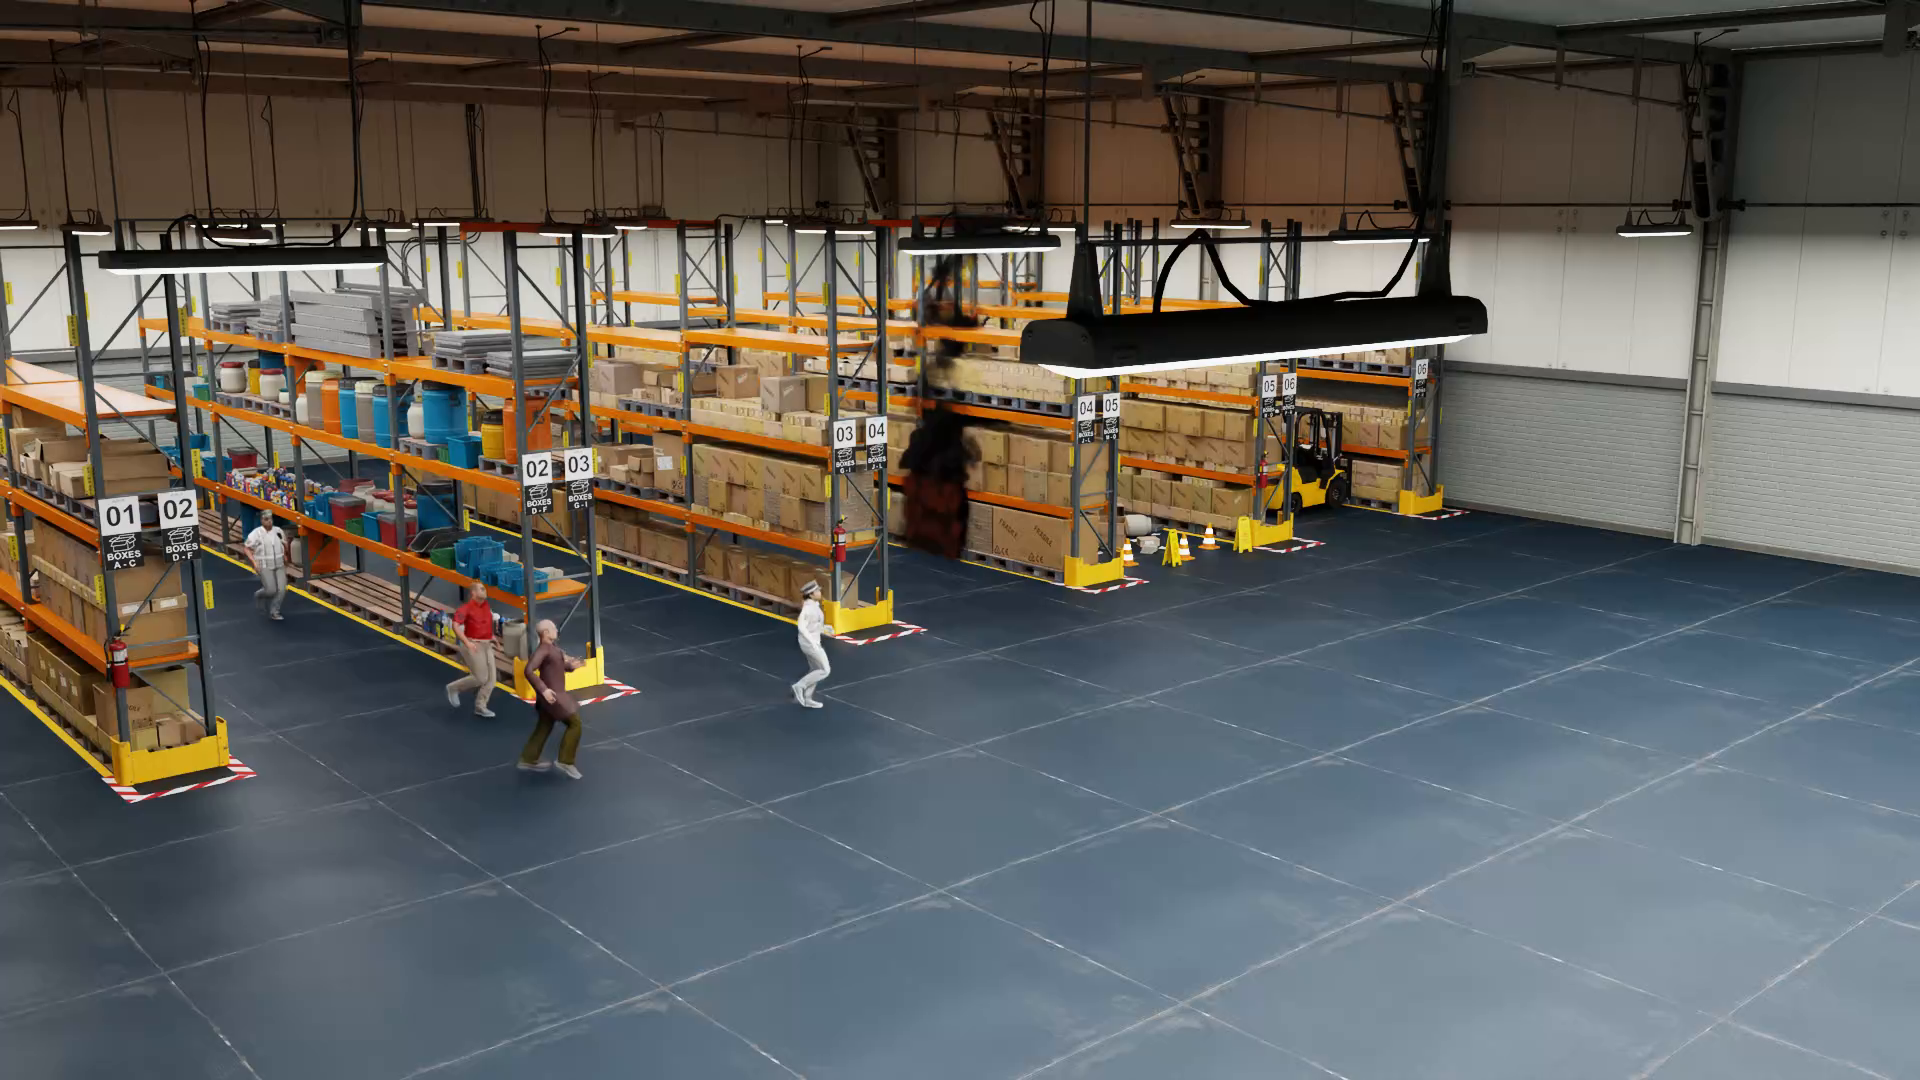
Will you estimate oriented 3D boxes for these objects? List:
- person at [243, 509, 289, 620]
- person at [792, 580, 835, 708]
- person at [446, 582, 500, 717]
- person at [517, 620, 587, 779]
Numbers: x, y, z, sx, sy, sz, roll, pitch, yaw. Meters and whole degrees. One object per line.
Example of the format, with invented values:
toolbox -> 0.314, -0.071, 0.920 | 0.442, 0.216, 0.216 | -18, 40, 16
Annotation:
person -> -10.628, 0.377, 25.630 | 0.601, 1.725, 0.664 | 10, 15, 42
person -> -1.872, 1.316, 21.188 | 0.569, 1.669, 0.605 | -1, 12, -7
person -> -6.076, 1.354, 20.985 | 0.667, 1.655, 0.705 | 4, 12, 18
person -> -4.545, 1.794, 18.553 | 0.799, 1.828, 0.668 | -4, 12, -20
